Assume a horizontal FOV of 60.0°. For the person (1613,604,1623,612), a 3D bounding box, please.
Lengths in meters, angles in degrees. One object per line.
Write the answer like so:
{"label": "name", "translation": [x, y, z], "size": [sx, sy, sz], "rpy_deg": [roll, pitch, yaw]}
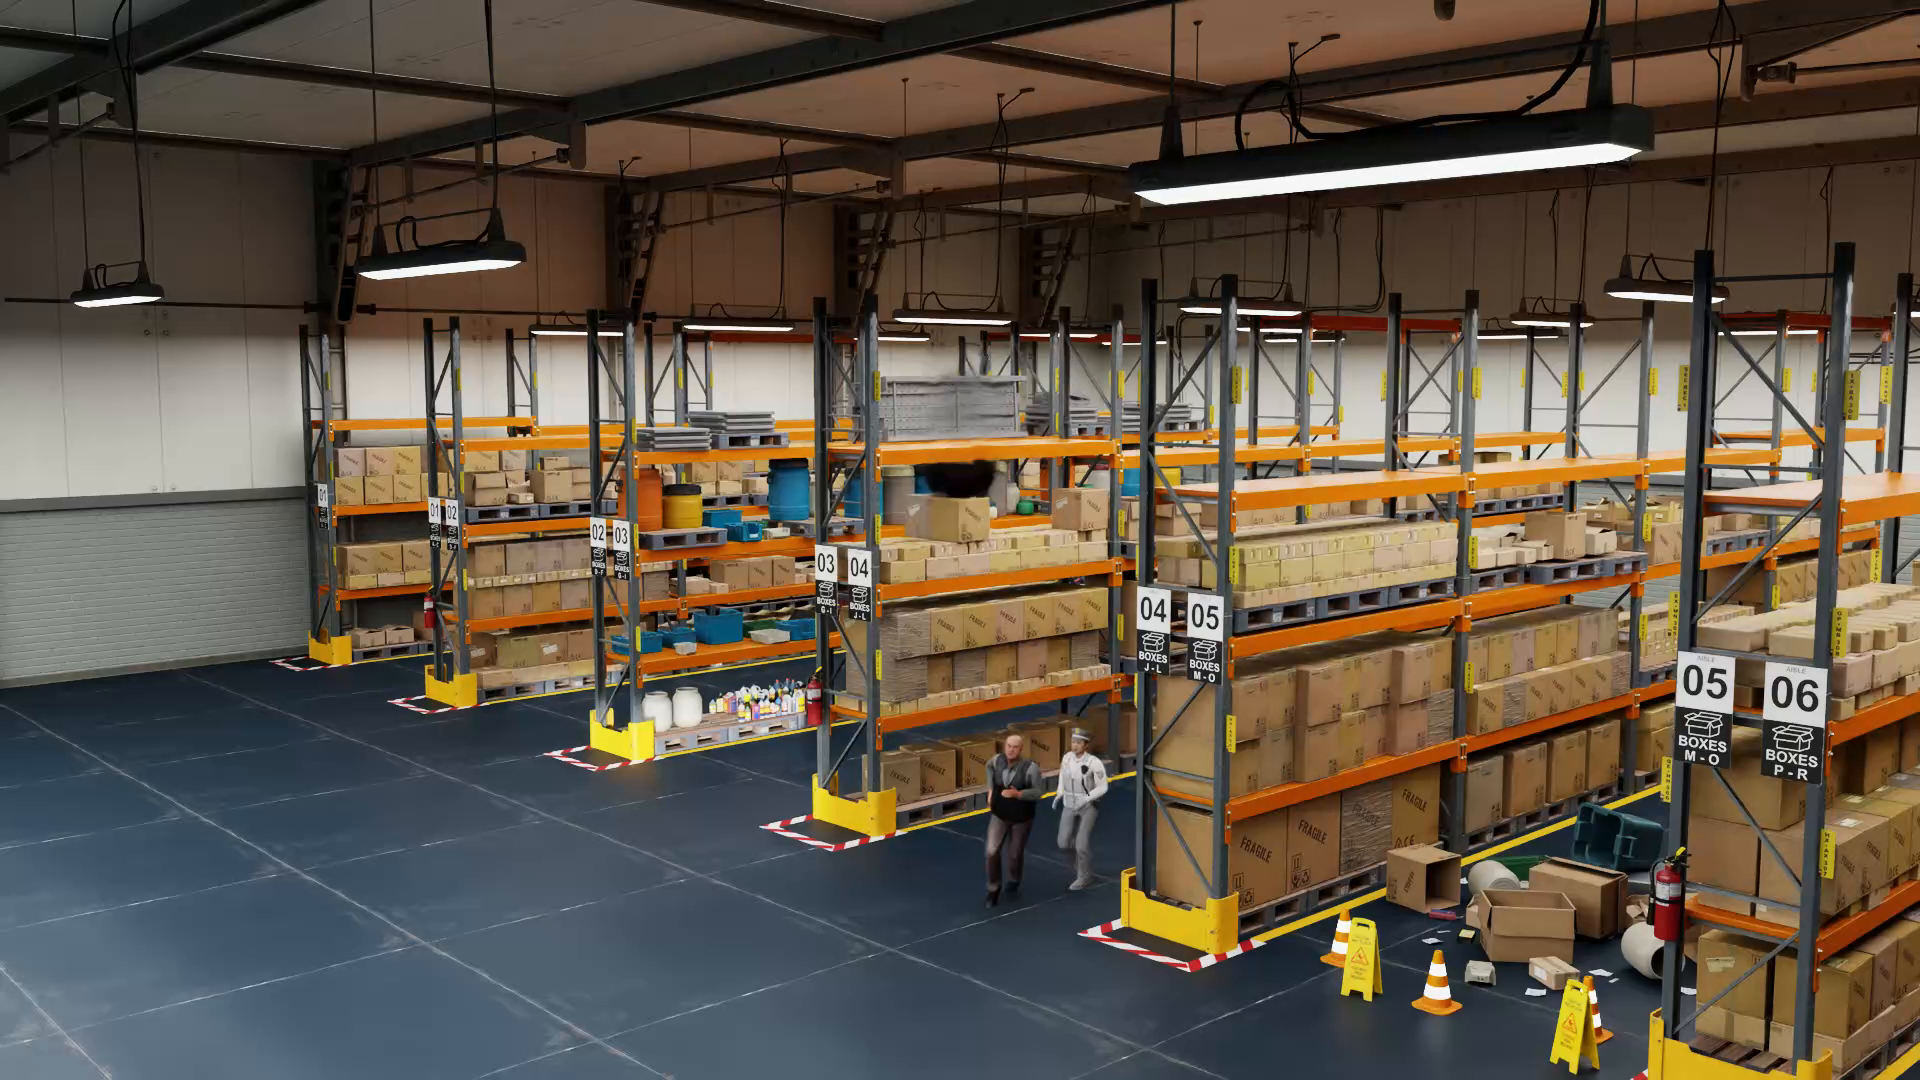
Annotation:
{"label": "person", "translation": [10.068, 1.781, 25.663], "size": [0.505, 1.623, 0.688], "rpy_deg": [5, 8, 41]}

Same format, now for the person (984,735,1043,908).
{"label": "person", "translation": [0.519, 2.725, 16.128], "size": [0.636, 1.758, 0.810], "rpy_deg": [2, 6, 15]}

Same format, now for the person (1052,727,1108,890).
{"label": "person", "translation": [1.178, 2.677, 16.653], "size": [0.585, 1.655, 0.560], "rpy_deg": [4, 7, 32]}
